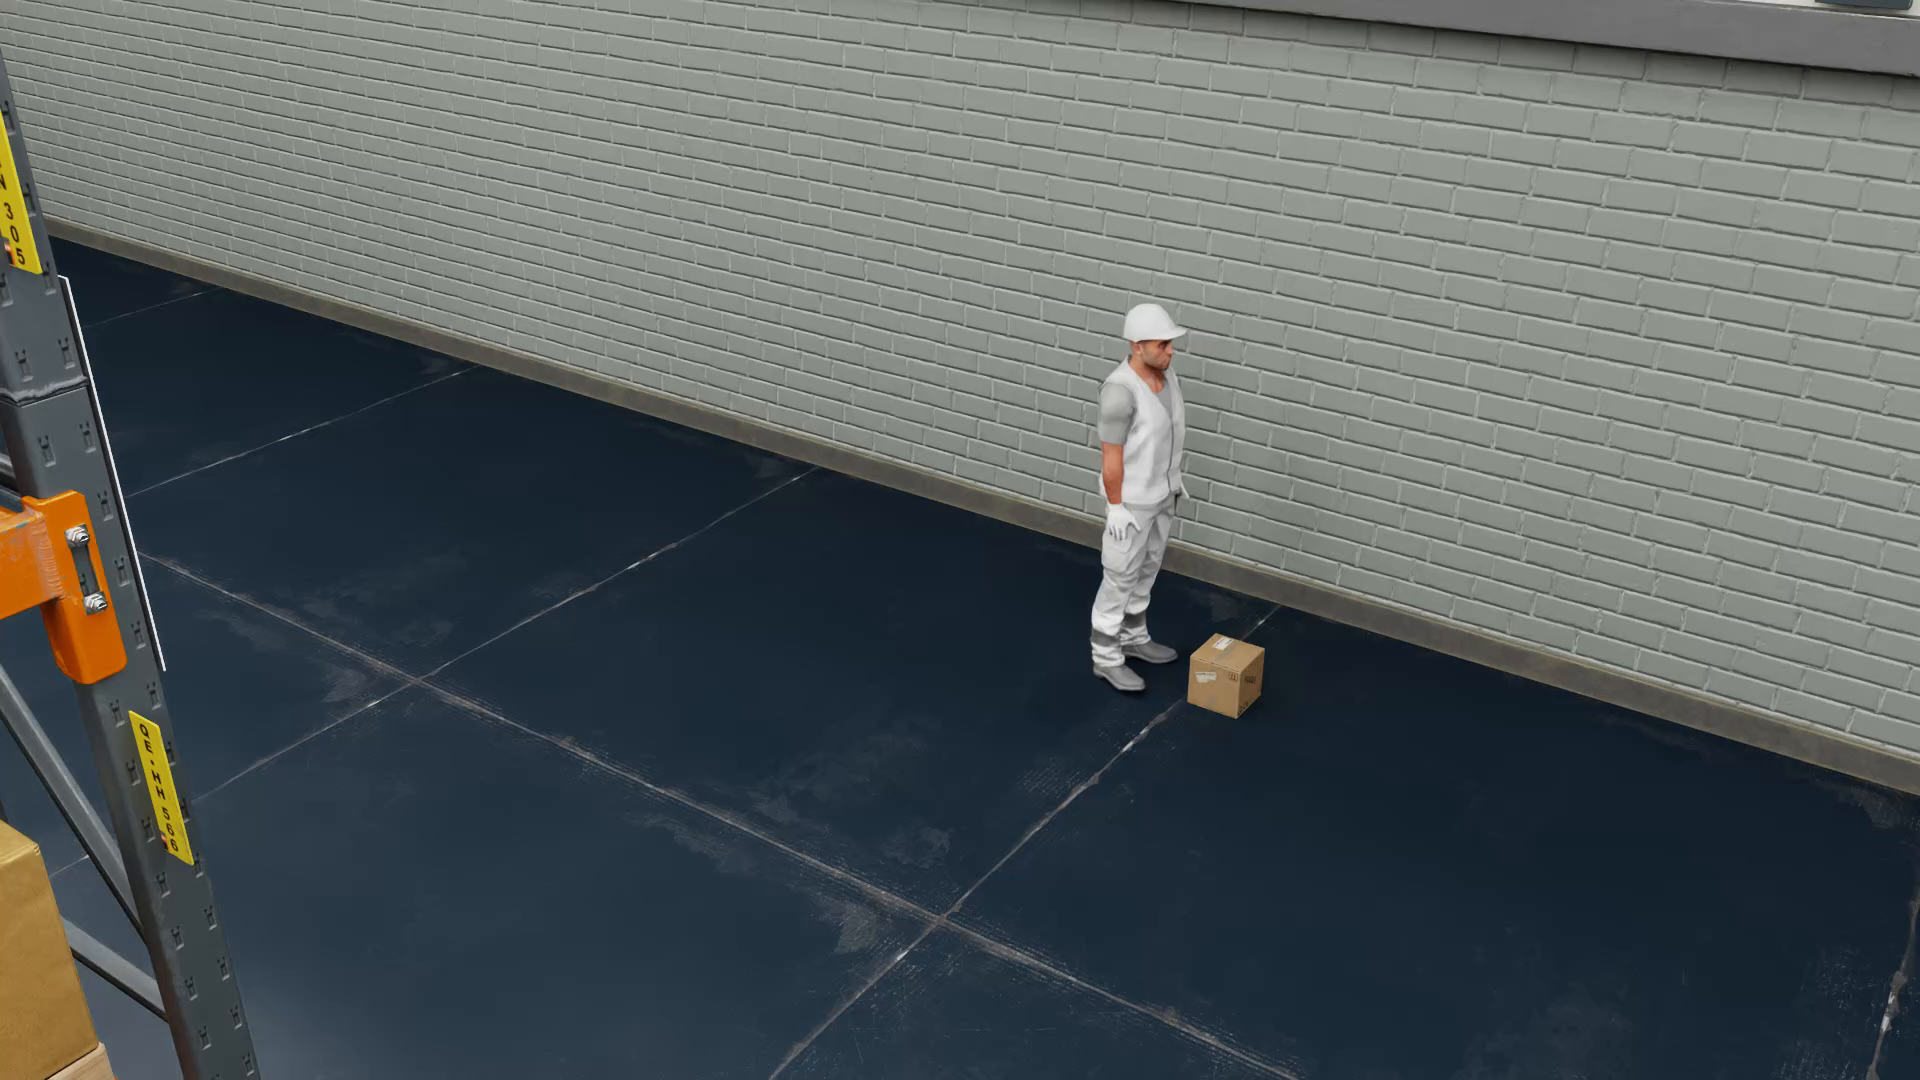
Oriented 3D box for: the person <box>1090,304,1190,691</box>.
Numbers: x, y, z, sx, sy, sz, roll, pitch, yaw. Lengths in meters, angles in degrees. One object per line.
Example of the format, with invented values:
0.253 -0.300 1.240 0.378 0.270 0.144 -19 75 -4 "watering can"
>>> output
0.820 -0.201 7.481 0.332 1.790 0.529 18 32 32 "person"
